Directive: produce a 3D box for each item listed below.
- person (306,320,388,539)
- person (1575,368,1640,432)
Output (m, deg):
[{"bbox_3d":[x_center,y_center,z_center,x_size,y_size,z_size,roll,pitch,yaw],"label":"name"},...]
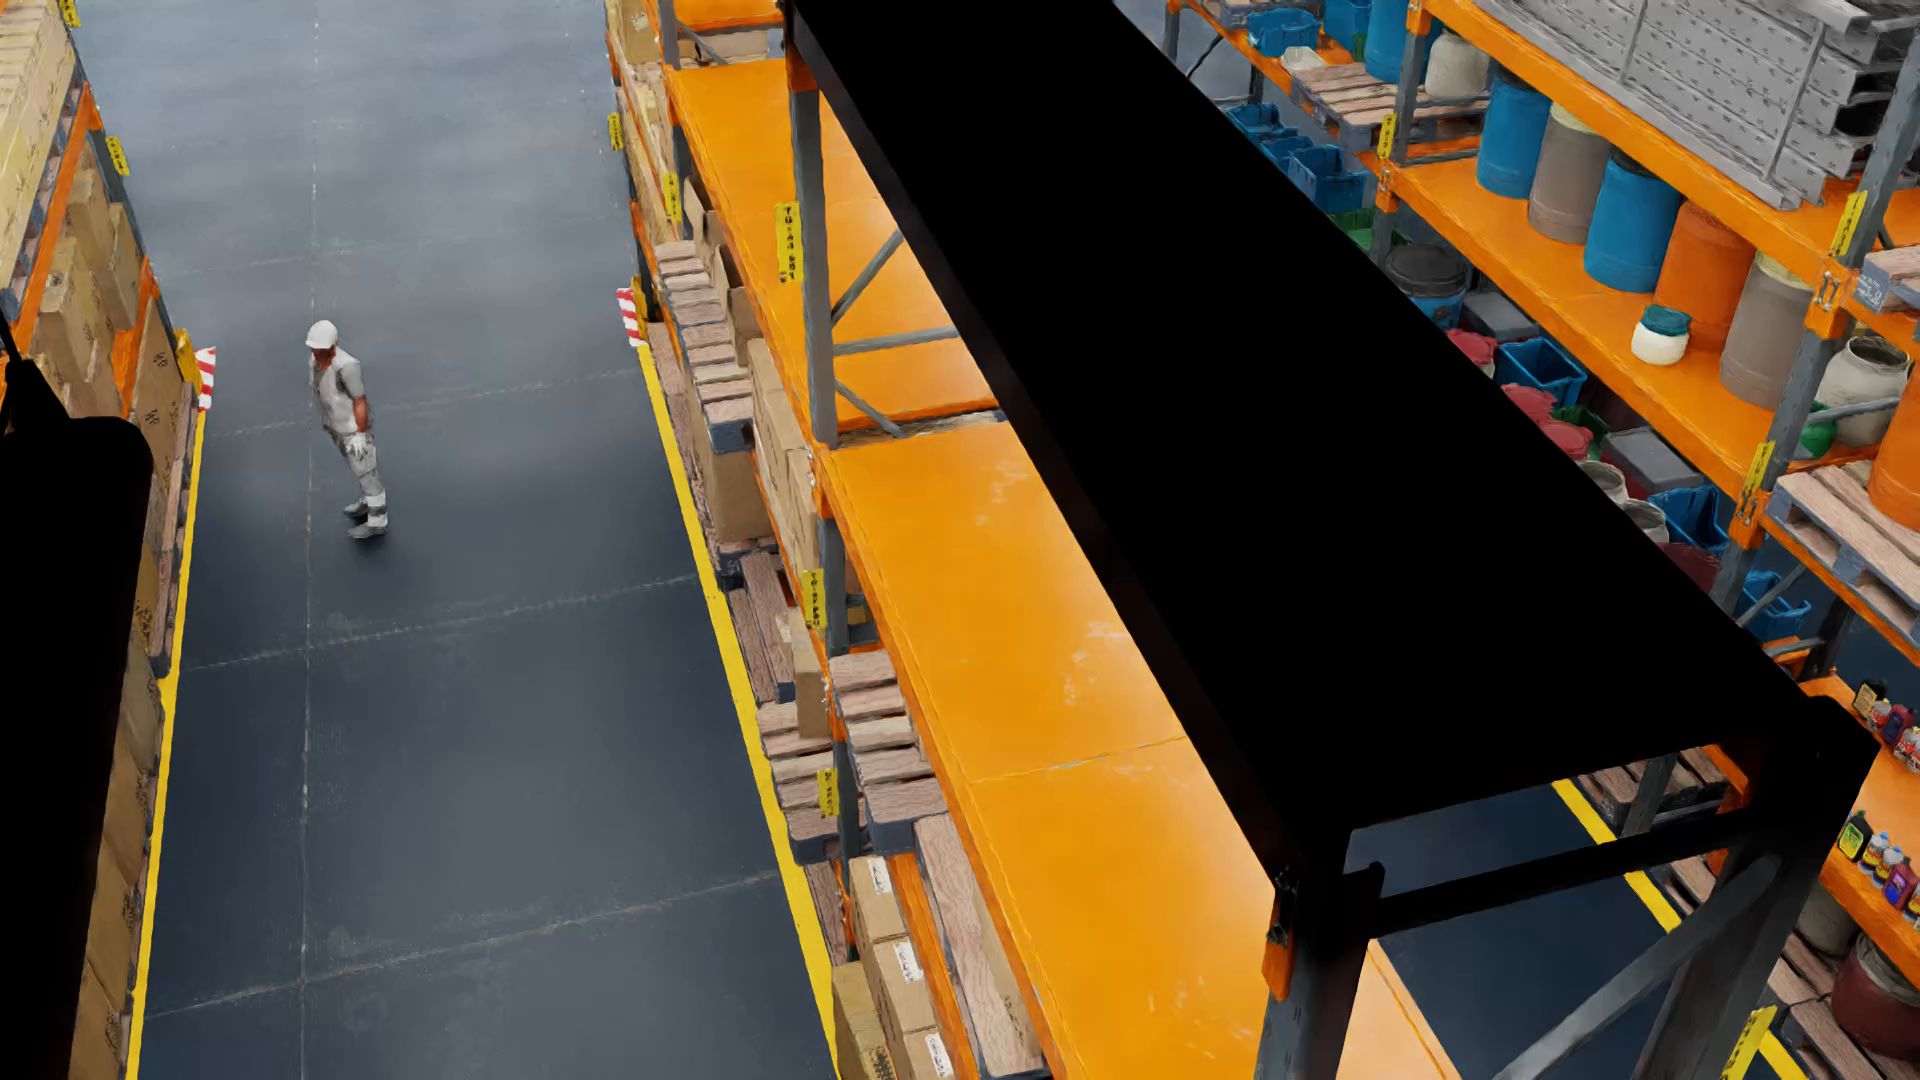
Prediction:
[{"bbox_3d":[-4.605,-0.831,12.408,0.606,1.792,0.442,30,47,32],"label":"person"},{"bbox_3d":[5.042,-1.032,12.743,0.729,1.732,0.541,-11,40,-14],"label":"person"}]
